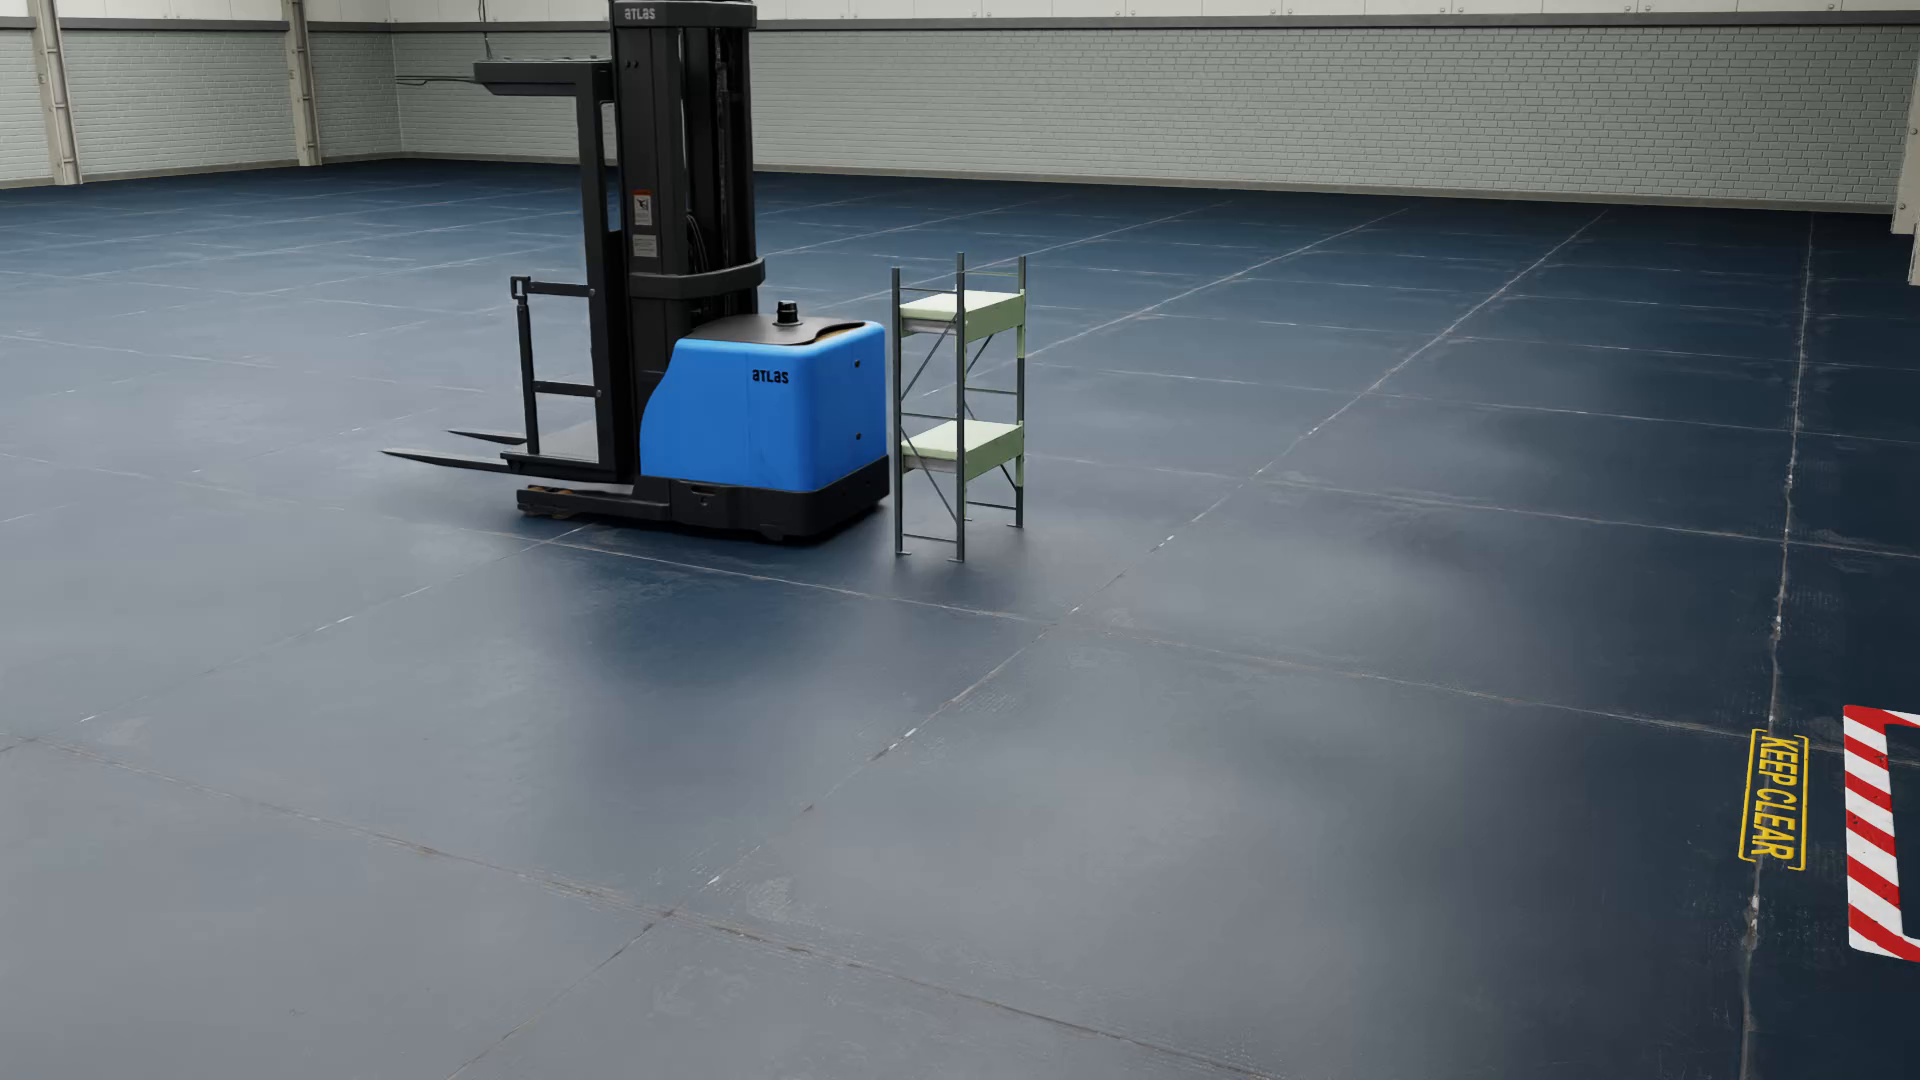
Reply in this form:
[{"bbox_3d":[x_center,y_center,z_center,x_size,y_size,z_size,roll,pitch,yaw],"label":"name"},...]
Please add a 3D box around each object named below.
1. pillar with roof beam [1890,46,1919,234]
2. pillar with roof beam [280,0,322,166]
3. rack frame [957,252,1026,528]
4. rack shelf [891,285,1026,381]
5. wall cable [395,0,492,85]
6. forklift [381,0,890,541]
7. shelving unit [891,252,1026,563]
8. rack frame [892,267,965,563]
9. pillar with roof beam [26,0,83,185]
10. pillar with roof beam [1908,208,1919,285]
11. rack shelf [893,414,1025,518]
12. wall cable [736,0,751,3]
[{"bbox_3d":[9.714,-9.285,24.481,9.100,9.000,0.400,8,18,25],"label":"pillar with roof beam"},{"bbox_3d":[-10.763,-12.197,34.286,9.100,9.000,0.400,8,18,25],"label":"pillar with roof beam"},{"bbox_3d":[0.167,-0.814,9.130,0.400,1.500,0.023,8,18,25],"label":"rack frame"},{"bbox_3d":[0.003,-1.095,8.705,0.431,0.370,0.720,8,18,25],"label":"rack shelf"},{"bbox_3d":[-12.115,-11.839,38.532,3.097,2.526,0.112,8,18,25],"label":"wall cable"},{"bbox_3d":[-1.976,-1.650,9.433,3.031,2.935,1.130,7,18,22],"label":"forklift"},{"bbox_3d":[0.003,-0.721,8.817,0.431,1.500,0.755,8,18,25],"label":"shelving unit"},{"bbox_3d":[-0.161,-0.627,8.503,0.400,1.500,0.023,8,18,25],"label":"rack frame"},{"bbox_3d":[-13.444,-10.669,29.140,9.100,9.000,0.400,8,18,25],"label":"pillar with roof beam"},{"bbox_3d":[7.033,-7.757,19.336,9.100,9.000,0.400,8,18,25],"label":"pillar with roof beam"},{"bbox_3d":[0.003,-0.408,8.909,0.431,0.370,0.720,8,18,25],"label":"rack shelf"},{"bbox_3d":[-3.629,-13.746,33.526,2.305,6.003,0.169,8,18,25],"label":"wall cable"}]
